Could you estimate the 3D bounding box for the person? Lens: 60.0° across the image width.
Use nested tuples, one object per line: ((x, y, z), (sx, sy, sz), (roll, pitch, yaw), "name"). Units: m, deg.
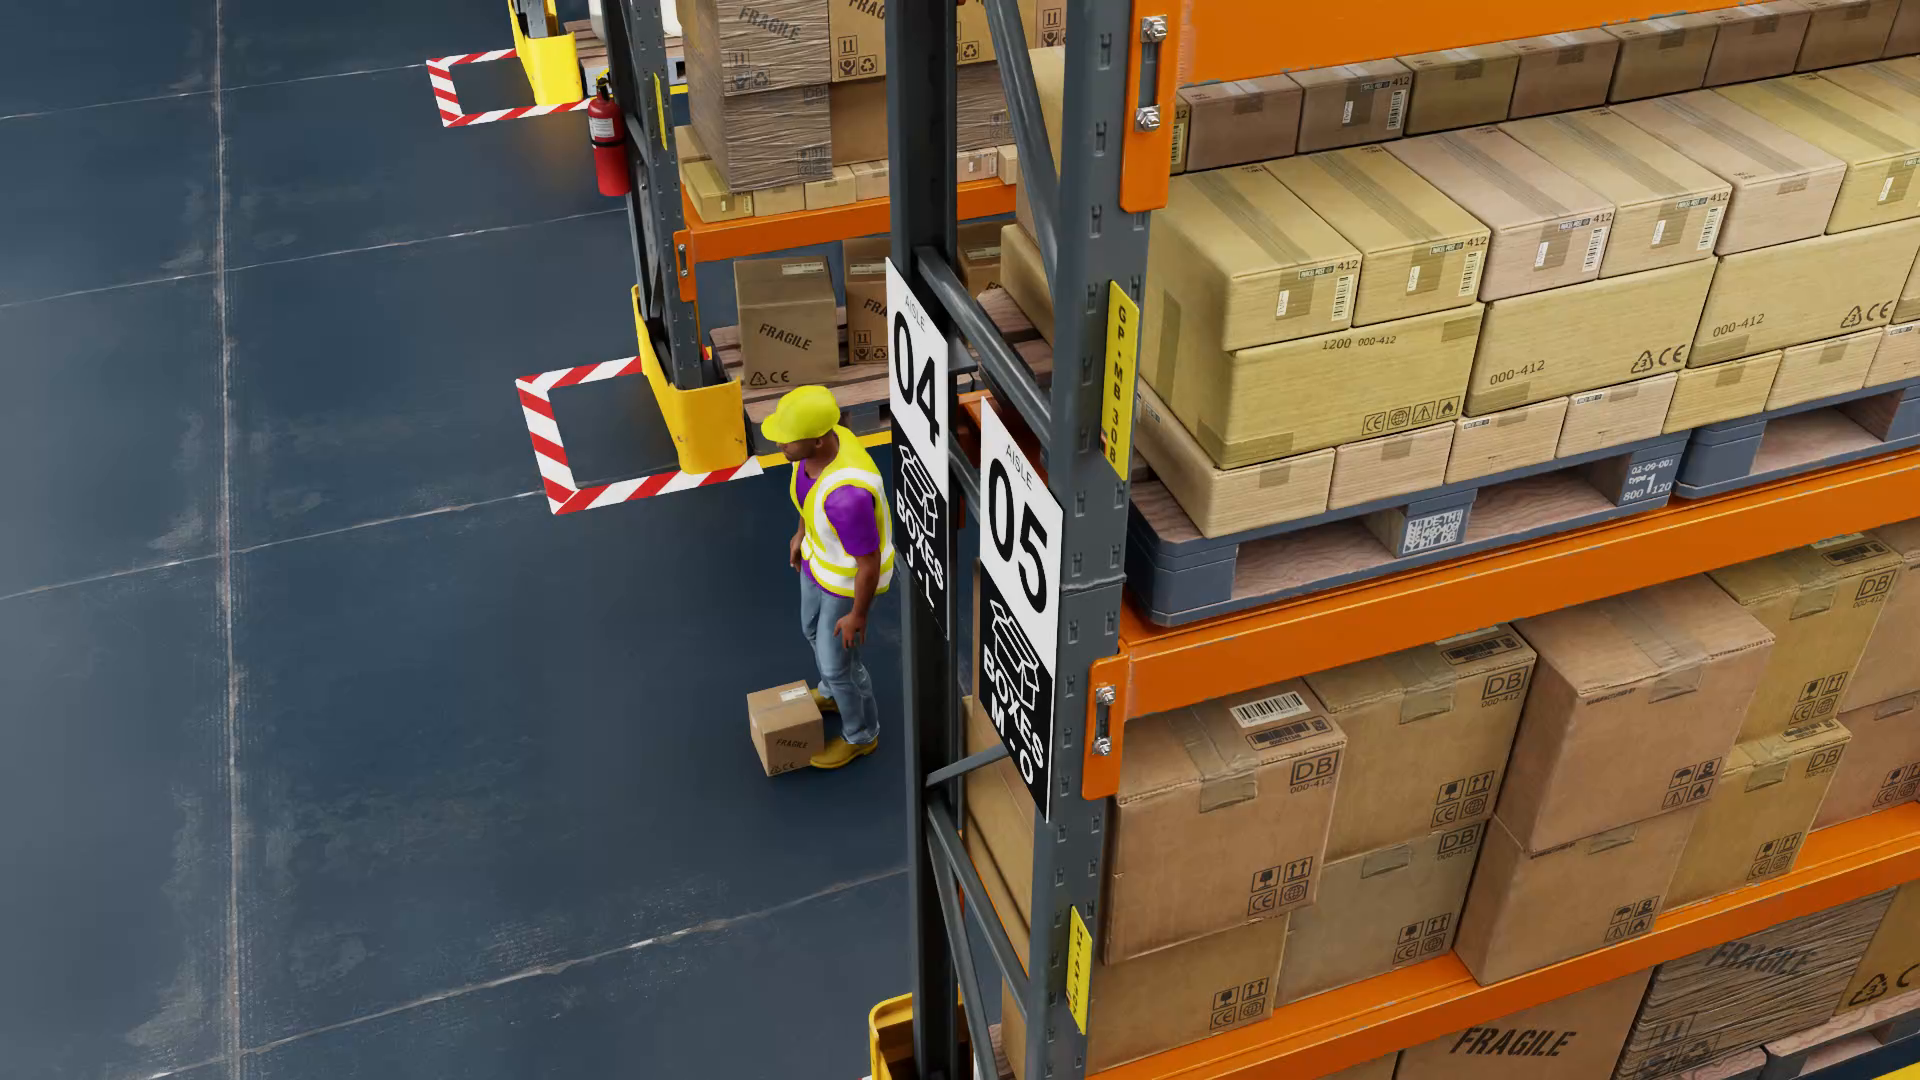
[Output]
((-0.503, 0.132, 6.469), (0.462, 1.755, 0.633), (-15, 40, -19), "person")
